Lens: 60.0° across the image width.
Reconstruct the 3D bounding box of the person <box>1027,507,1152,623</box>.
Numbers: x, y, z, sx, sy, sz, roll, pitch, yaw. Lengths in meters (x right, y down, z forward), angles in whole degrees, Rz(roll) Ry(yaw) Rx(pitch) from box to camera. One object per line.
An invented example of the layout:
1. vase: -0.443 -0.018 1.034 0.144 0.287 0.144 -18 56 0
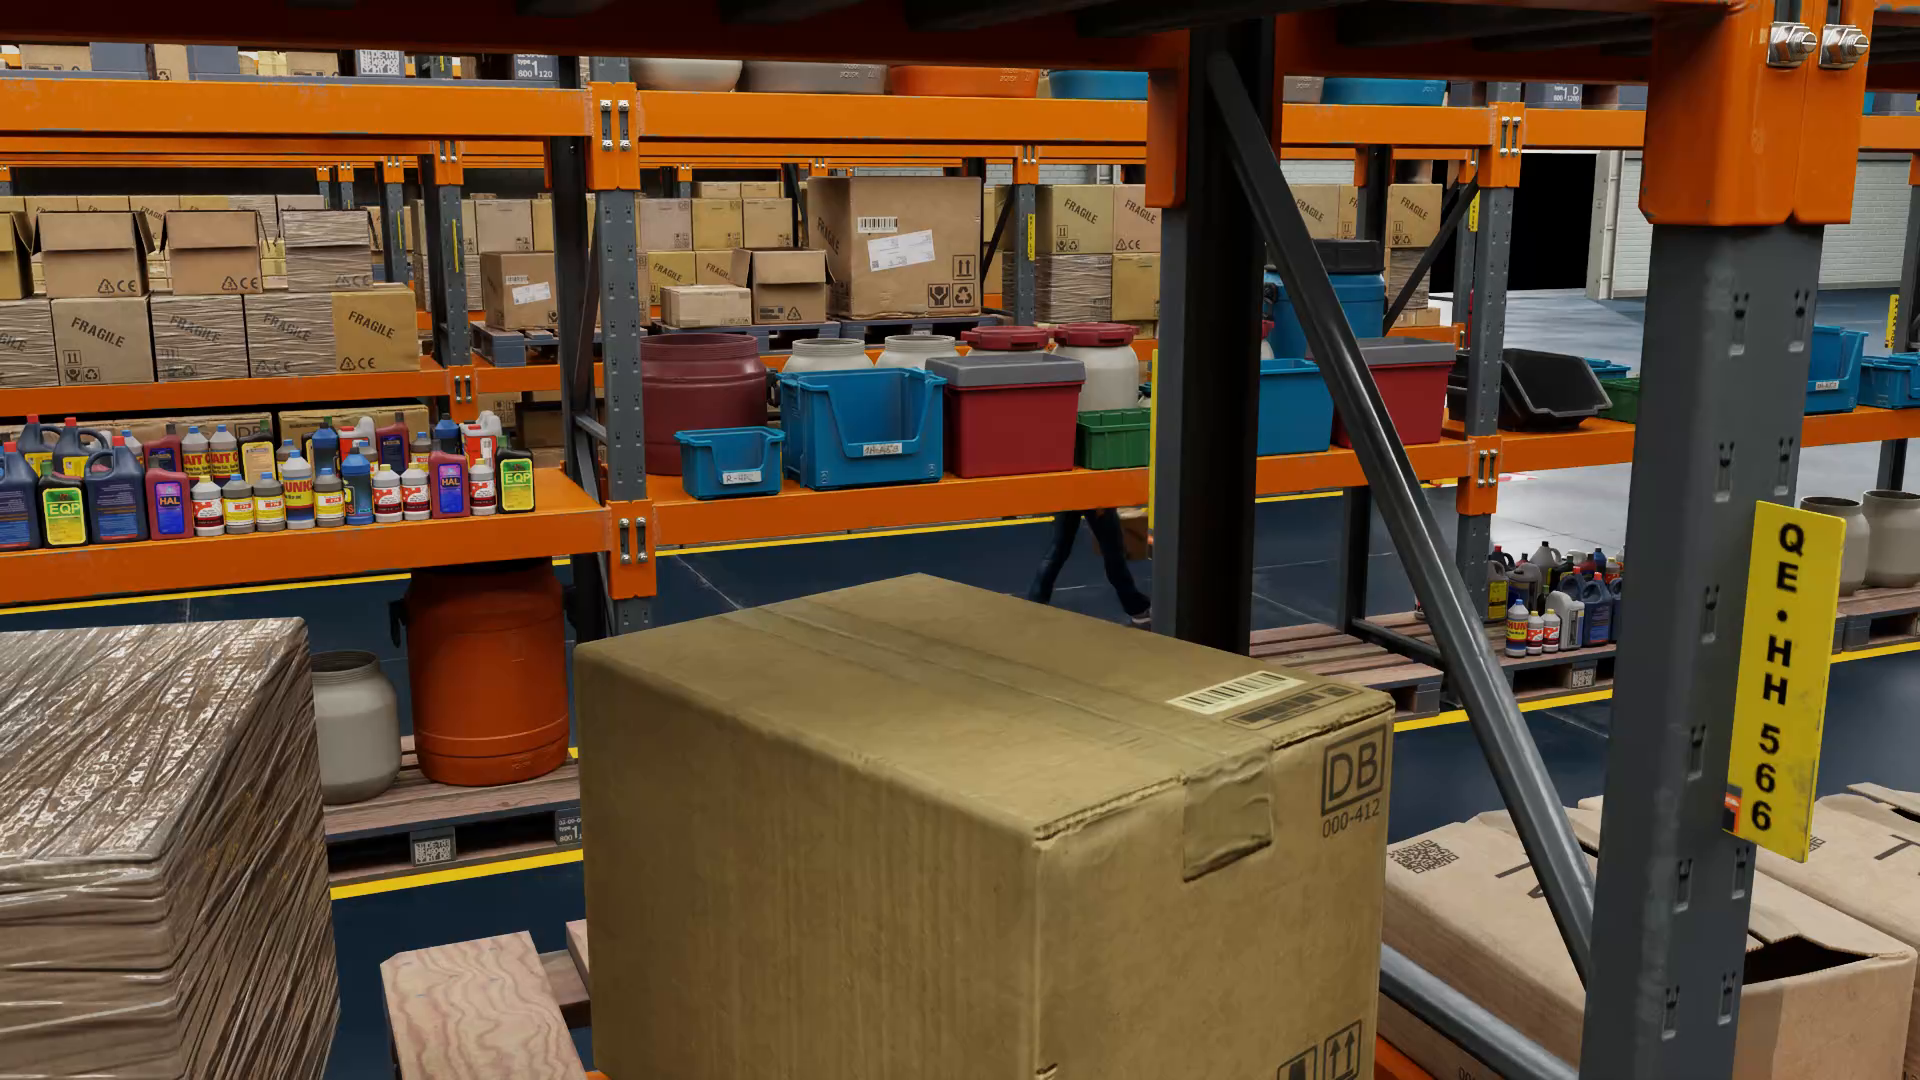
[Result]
1. person: 0.759 -0.273 9.239 0.886 1.558 0.433 -5 13 -24
